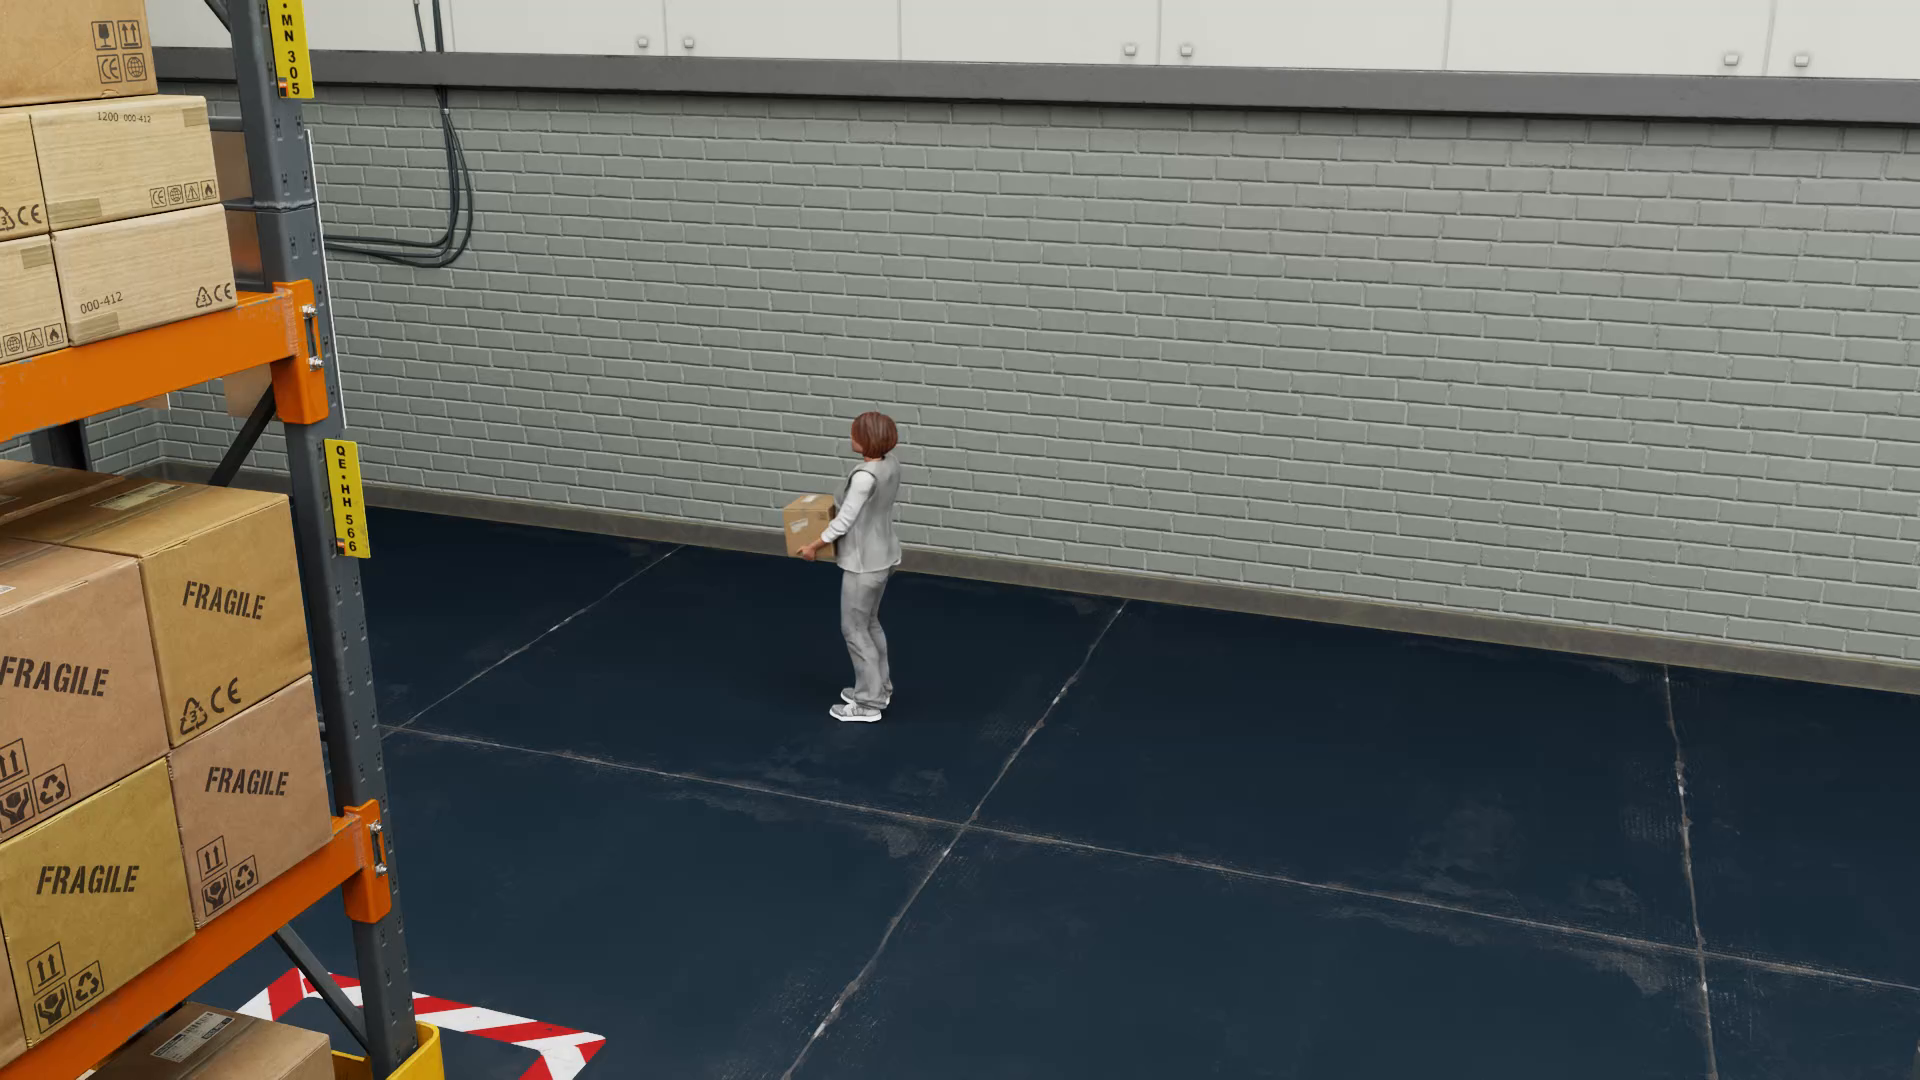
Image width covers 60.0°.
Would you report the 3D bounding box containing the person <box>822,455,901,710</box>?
[{"bbox_3d":[-0.467,0.210,8.251,0.316,1.280,0.406,7,20,18],"label":"person"}]
